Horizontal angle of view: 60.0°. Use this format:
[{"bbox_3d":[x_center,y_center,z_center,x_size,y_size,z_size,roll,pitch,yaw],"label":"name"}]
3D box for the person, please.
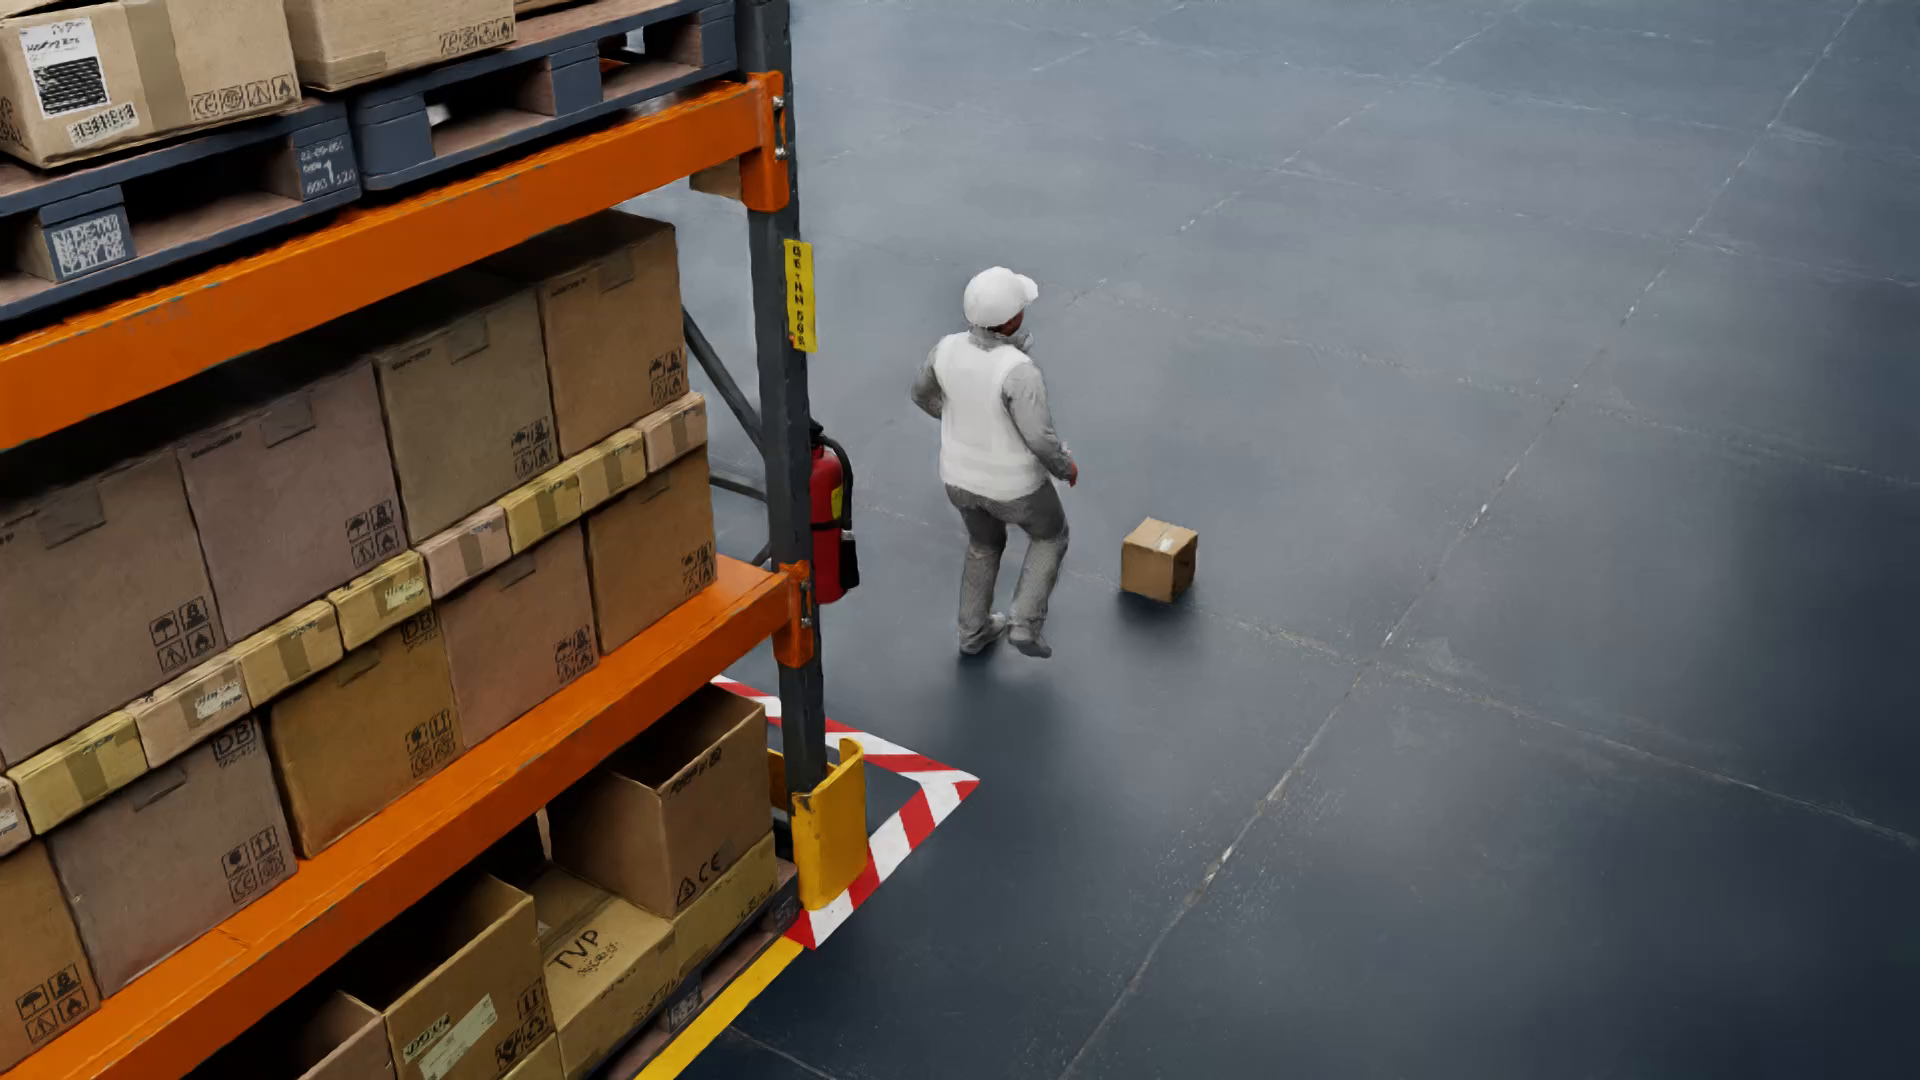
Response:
[{"bbox_3d":[0.160,-0.297,6.647,0.716,1.748,0.503,18,35,28],"label":"person"}]
